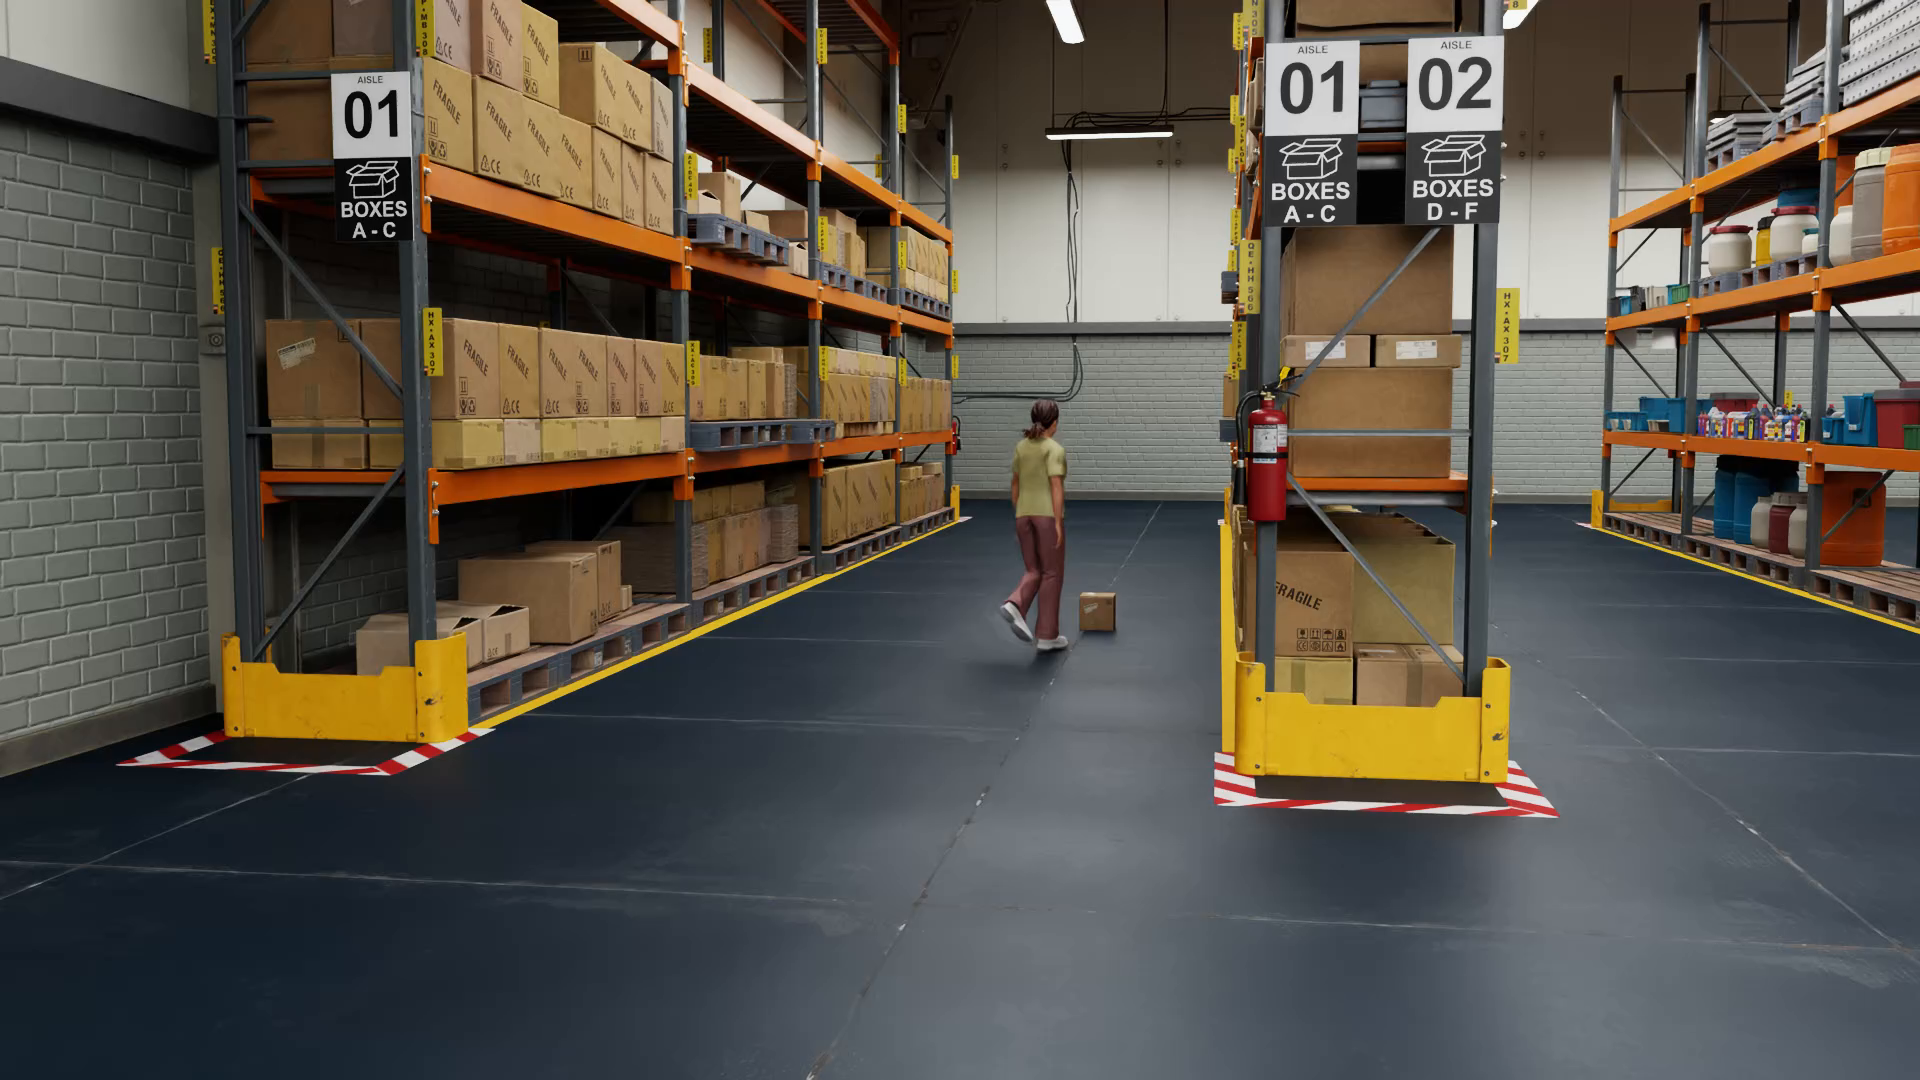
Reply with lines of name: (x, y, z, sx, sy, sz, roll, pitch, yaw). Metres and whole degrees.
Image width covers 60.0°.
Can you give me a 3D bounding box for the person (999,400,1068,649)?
person: (0.460, -0.099, 11.006, 0.613, 1.655, 0.476, -4, 6, -44)
